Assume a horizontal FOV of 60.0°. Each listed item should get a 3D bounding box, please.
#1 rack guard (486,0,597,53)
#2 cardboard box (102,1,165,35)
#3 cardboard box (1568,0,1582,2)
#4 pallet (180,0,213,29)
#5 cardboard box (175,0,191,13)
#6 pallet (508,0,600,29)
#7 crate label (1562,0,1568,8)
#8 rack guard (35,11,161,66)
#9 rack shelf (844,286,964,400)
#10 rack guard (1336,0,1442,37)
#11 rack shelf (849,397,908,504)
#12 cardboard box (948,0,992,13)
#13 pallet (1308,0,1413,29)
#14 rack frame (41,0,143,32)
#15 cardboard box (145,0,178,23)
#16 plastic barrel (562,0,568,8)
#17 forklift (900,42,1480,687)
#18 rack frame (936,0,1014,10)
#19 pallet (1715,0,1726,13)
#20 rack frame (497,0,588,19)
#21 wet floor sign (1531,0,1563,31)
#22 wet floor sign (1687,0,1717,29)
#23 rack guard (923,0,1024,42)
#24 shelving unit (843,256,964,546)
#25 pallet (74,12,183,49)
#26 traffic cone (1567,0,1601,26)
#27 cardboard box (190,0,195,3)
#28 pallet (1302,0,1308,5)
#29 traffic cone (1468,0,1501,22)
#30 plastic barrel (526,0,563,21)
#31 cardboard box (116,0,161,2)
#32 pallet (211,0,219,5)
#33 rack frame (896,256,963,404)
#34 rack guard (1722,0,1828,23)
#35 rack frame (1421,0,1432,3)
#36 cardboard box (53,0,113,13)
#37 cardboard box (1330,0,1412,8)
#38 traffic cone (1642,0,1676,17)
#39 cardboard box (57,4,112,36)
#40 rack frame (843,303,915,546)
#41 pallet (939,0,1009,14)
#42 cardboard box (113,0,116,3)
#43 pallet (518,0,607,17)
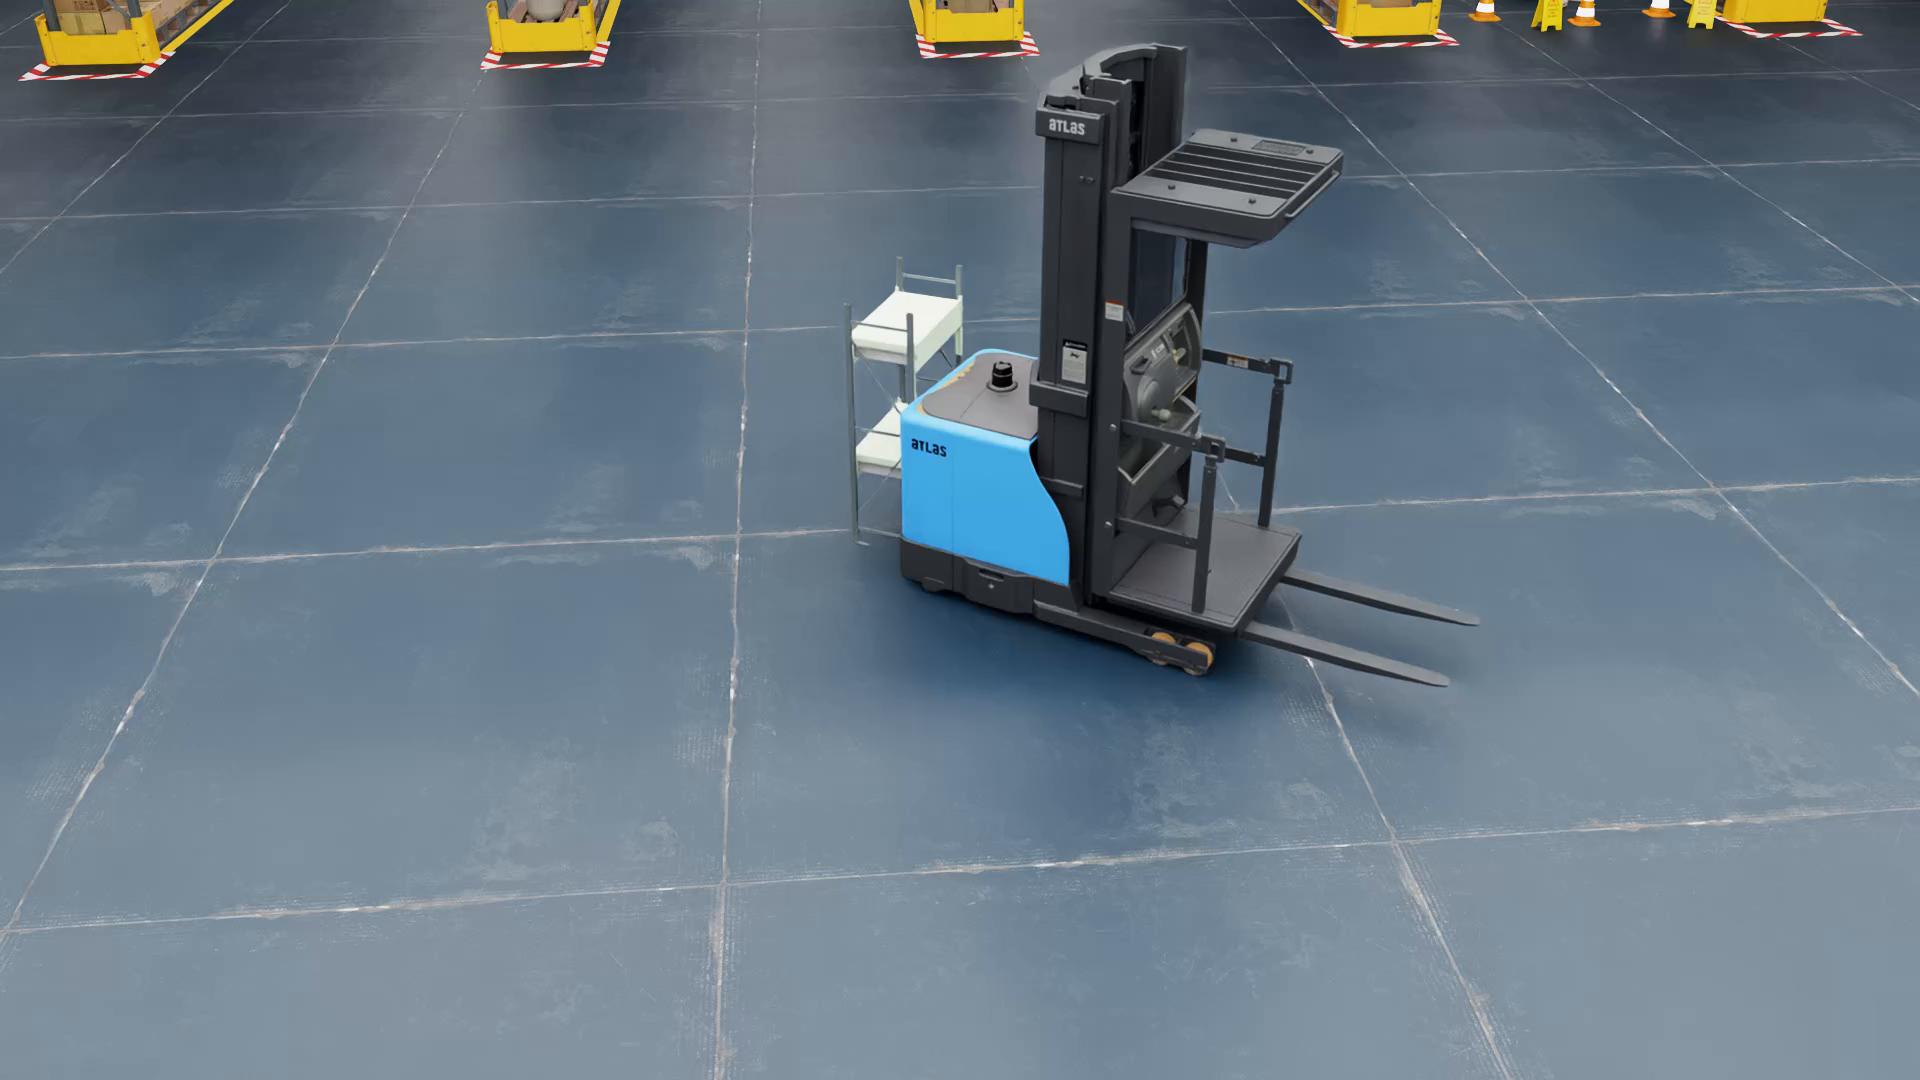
[{"bbox_3d":[-4.820,-5.935,19.199,1.175,0.500,0.348,-3,31,-5],"label":"rack guard"},{"bbox_3d":[-9.527,-6.021,19.176,0.500,0.250,0.500,-3,31,-5],"label":"cardboard box"},{"bbox_3d":[7.898,-7.032,21.378,0.380,0.149,0.250,13,33,21],"label":"cardboard box"},{"bbox_3d":[-9.922,-6.549,20.508,1.003,0.211,1.213,-3,31,-5],"label":"pallet"},{"bbox_3d":[-9.624,-6.531,20.031,0.500,0.250,0.500,-3,31,-5],"label":"cardboard box"},{"bbox_3d":[-4.891,-6.226,19.968,1.003,0.211,1.213,-3,31,-5],"label":"pallet"},{"bbox_3d":[7.499,-6.784,20.974,0.250,0.136,0.298,-20,36,-30],"label":"crate label"},{"bbox_3d":[-9.696,-5.651,18.723,1.175,0.500,0.348,-3,31,-5],"label":"rack guard"},{"bbox_3d":[-0.306,-1.105,9.376,0.431,0.370,0.720,11,33,18],"label":"rack shelf"},{"bbox_3d":[5.115,-6.310,19.826,1.175,0.500,0.348,-3,31,-5],"label":"rack guard"},{"bbox_3d":[-0.306,-0.490,9.743,0.431,0.370,0.720,11,33,18],"label":"rack shelf"},{"bbox_3d":[0.123,-6.636,19.962,0.500,0.500,0.500,3,31,5],"label":"cardboard box"},{"bbox_3d":[4.960,-6.602,20.598,1.003,0.211,1.213,-3,31,-5],"label":"pallet"},{"bbox_3d":[-9.698,-6.736,18.103,1.000,3.000,0.127,-3,31,-5],"label":"rack frame"},{"bbox_3d":[-9.577,-6.276,19.603,0.500,0.250,0.500,-3,31,-5],"label":"cardboard box"},{"bbox_3d":[-4.951,-6.672,20.012,0.421,0.512,0.421,0,31,0],"label":"plastic barrel"},{"bbox_3d":[1.209,-0.873,8.354,3.031,2.935,1.130,16,34,24],"label":"forklift"},{"bbox_3d":[0.165,-7.209,18.894,1.000,3.000,0.127,-3,31,-5],"label":"rack frame"},{"bbox_3d":[9.984,-6.942,21.166,1.003,0.211,1.213,-3,31,-5],"label":"pallet"},{"bbox_3d":[-4.766,-6.972,18.497,1.000,3.000,0.127,-3,31,-5],"label":"rack frame"},{"bbox_3d":[7.087,-6.464,19.943,0.267,0.644,0.232,-8,32,-13],"label":"wet floor sign"},{"bbox_3d":[8.984,-6.525,20.044,0.267,0.644,0.232,8,32,13],"label":"wet floor sign"},{"bbox_3d":[0.158,-6.175,19.600,1.175,0.500,0.348,-3,31,-5],"label":"rack guard"},{"bbox_3d":[-0.306,-0.770,9.576,0.431,1.500,0.755,11,33,18],"label":"shelving unit"},{"bbox_3d":[-9.812,-5.928,19.468,1.003,0.211,1.213,-3,31,-5],"label":"pallet"},{"bbox_3d":[7.634,-6.526,20.224,0.336,0.463,0.334,-3,31,-5],"label":"traffic cone"},{"bbox_3d":[-9.665,-6.786,20.459,0.500,0.250,0.500,-3,31,-5],"label":"cardboard box"},{"bbox_3d":[4.849,-7.224,21.638,1.003,0.211,1.213,-3,31,-5],"label":"pallet"},{"bbox_3d":[6.477,-6.645,20.424,0.336,0.463,0.334,-3,31,-5],"label":"traffic cone"},{"bbox_3d":[-4.904,-6.416,19.583,0.421,0.512,0.421,0,31,0],"label":"plastic barrel"},{"bbox_3d":[-9.576,-6.598,19.411,0.500,0.500,0.500,-3,31,-5],"label":"cardboard box"},{"bbox_3d":[-10.040,-7.173,21.554,1.003,0.211,1.213,-3,31,-5],"label":"pallet"},{"bbox_3d":[-0.176,-0.945,9.870,0.400,1.500,0.023,11,33,18],"label":"rack frame"},{"bbox_3d":[10.025,-6.649,20.395,1.175,0.500,0.348,-3,31,-5],"label":"rack guard"},{"bbox_3d":[5.113,-7.395,19.205,1.000,3.000,0.127,-3,31,-5],"label":"rack frame"},{"bbox_3d":[-10.045,-6.318,18.942,0.500,0.500,0.500,-3,31,-5],"label":"cardboard box"},{"bbox_3d":[4.984,-7.006,20.217,0.875,0.875,0.875,-3,31,-4],"label":"cardboard box"},{"bbox_3d":[8.707,-6.752,20.604,0.336,0.463,0.334,-3,31,-5],"label":"traffic cone"},{"bbox_3d":[-10.043,-5.996,19.135,0.500,0.250,0.500,-3,31,-5],"label":"cardboard box"},{"bbox_3d":[-0.437,-0.594,9.283,0.400,1.500,0.023,11,33,18],"label":"rack frame"},{"bbox_3d":[0.117,-6.467,20.371,1.003,0.211,1.213,-3,31,-5],"label":"pallet"},{"bbox_3d":[-10.101,-6.250,19.561,0.500,0.250,0.500,-3,31,-5],"label":"cardboard box"},{"bbox_3d":[-5.002,-6.848,21.008,1.003,0.211,1.213,-3,31,-5],"label":"pallet"}]
